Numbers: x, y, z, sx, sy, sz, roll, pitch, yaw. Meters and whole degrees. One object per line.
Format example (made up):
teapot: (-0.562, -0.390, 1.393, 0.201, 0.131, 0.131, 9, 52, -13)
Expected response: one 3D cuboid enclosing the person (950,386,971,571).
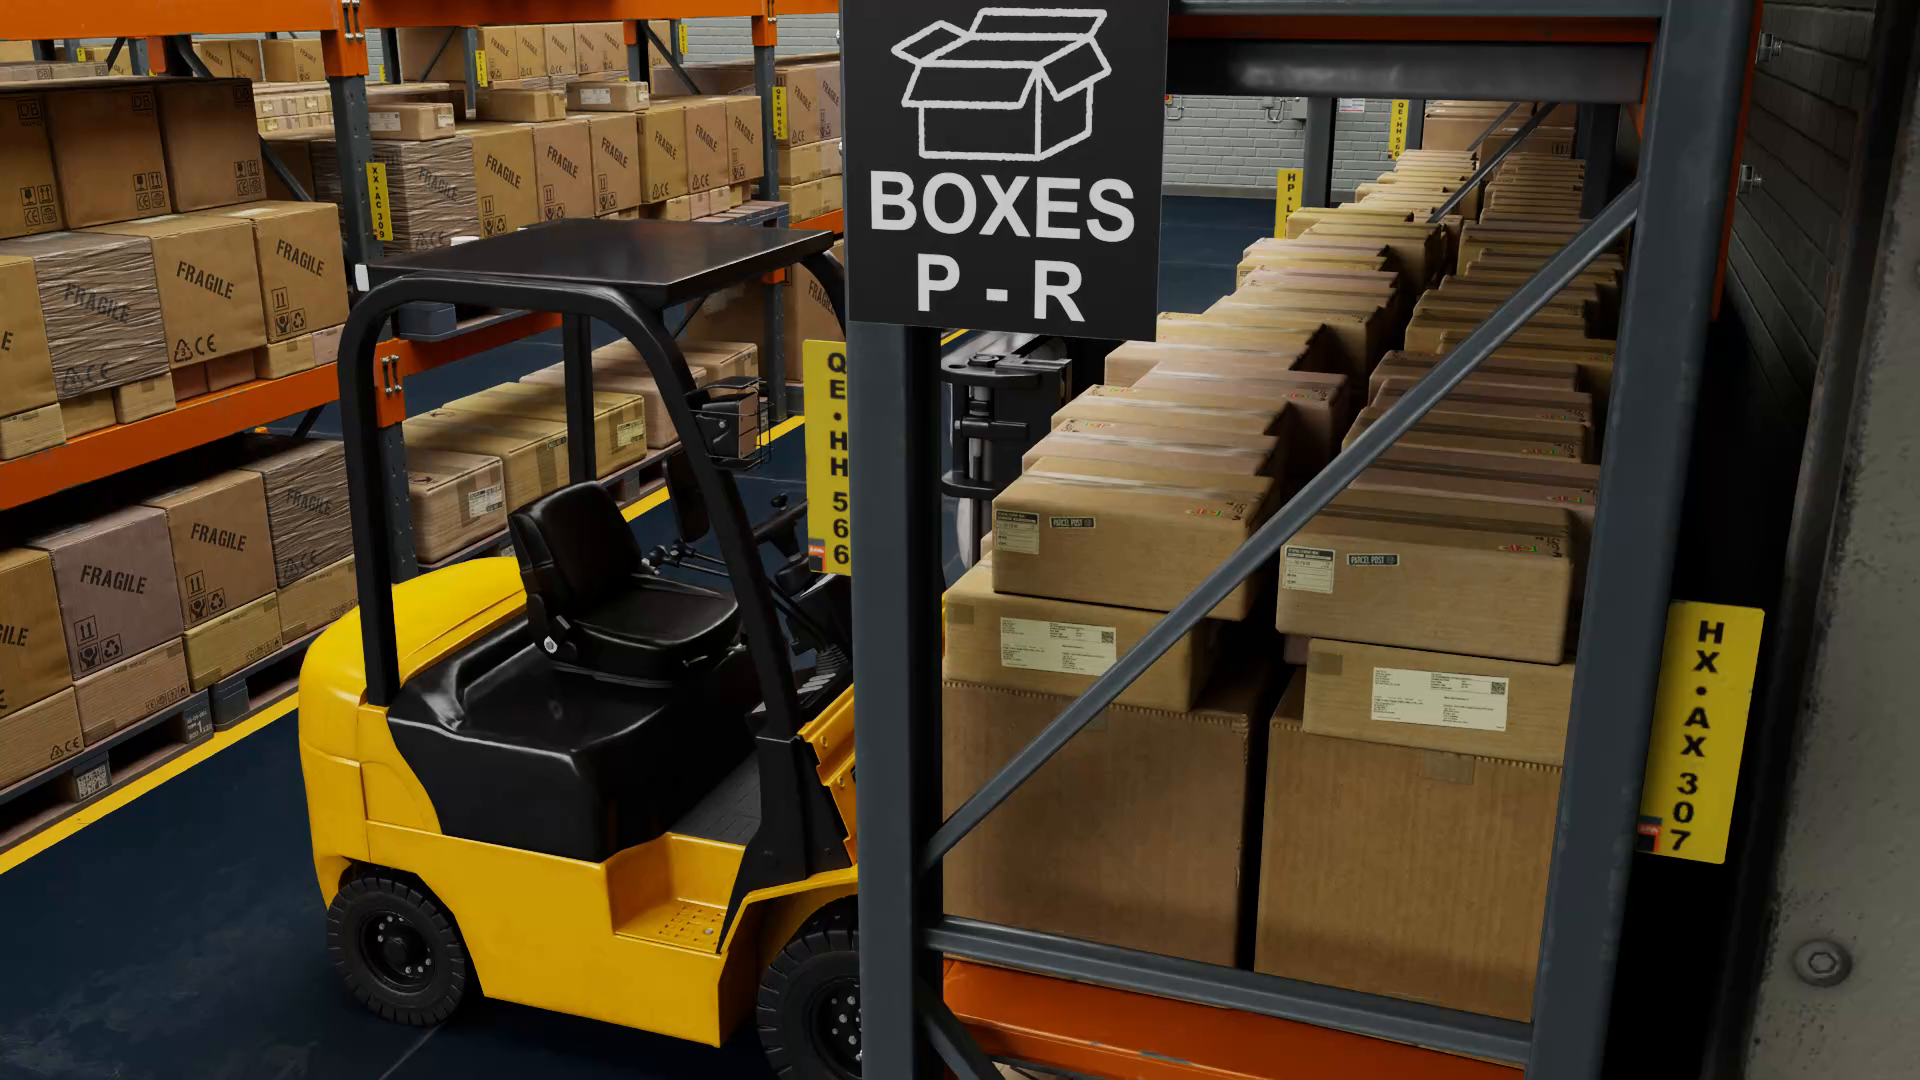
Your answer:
person: (0.222, -0.103, 6.638, 0.615, 1.634, 0.539, 10, 21, 29)
